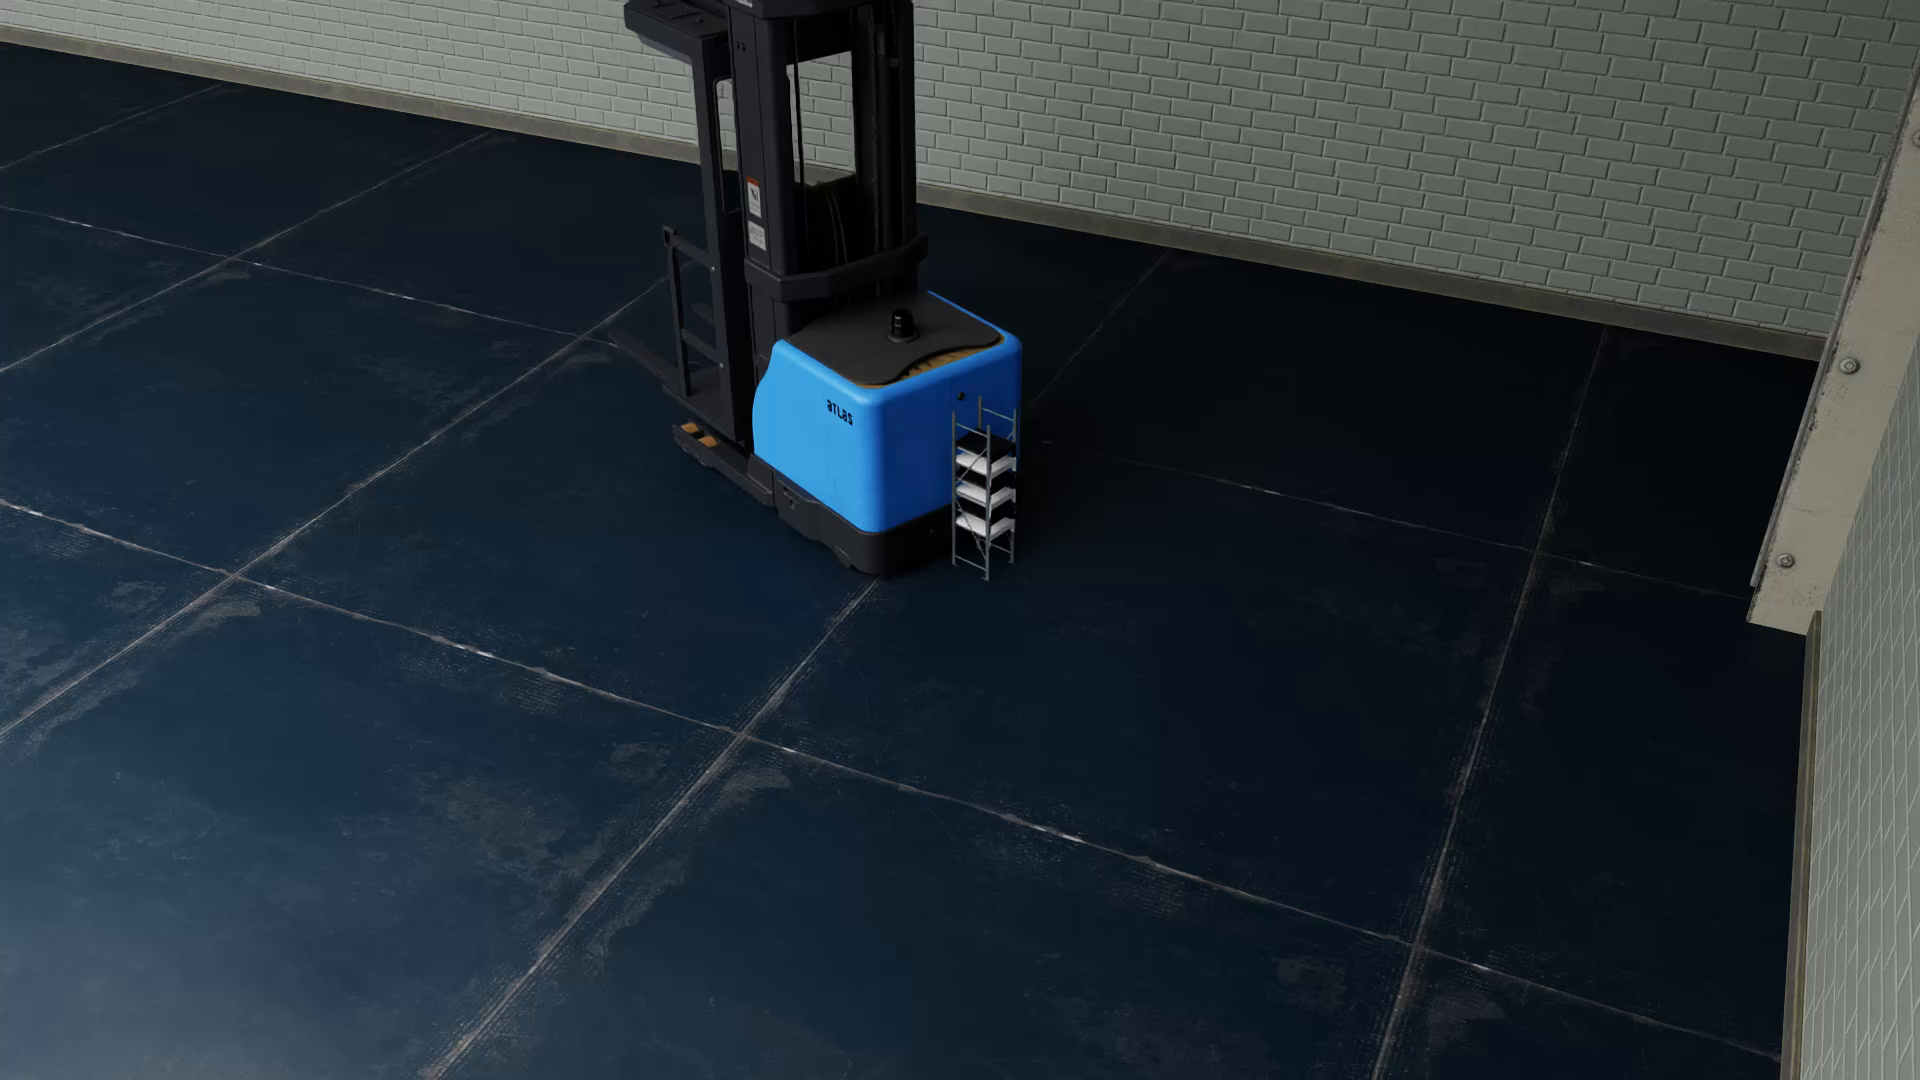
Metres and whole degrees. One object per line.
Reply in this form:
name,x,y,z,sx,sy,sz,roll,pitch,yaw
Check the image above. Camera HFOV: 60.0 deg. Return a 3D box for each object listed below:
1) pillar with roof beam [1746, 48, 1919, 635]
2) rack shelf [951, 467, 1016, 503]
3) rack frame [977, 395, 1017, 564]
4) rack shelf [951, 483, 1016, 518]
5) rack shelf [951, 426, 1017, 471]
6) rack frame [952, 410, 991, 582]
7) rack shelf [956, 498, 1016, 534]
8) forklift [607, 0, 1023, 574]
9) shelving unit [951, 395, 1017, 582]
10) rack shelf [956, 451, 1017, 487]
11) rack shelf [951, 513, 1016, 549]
pillar with roof beam,0.163,-4.415,7.277,9.100,9.000,0.400,14,36,20
rack shelf,0.119,-0.299,8.282,0.258,0.077,0.200,25,40,32
rack frame,0.184,-0.294,8.378,0.240,0.900,0.006,25,40,32
rack shelf,0.119,-0.224,8.331,0.258,0.077,0.200,25,40,32
rack shelf,0.119,-0.449,8.183,0.258,0.077,0.200,25,40,32
rack frame,0.054,-0.209,8.248,0.240,0.900,0.006,25,40,32
rack shelf,0.119,-0.148,8.381,0.258,0.077,0.200,25,40,32
forklift,-0.984,-1.797,8.817,1.130,2.935,3.031,-24,40,-32
shelving unit,0.119,-0.252,8.313,0.258,0.900,0.210,25,40,32
rack shelf,0.119,-0.374,8.233,0.258,0.077,0.200,25,40,32
rack shelf,0.119,-0.073,8.430,0.258,0.077,0.200,25,40,32
